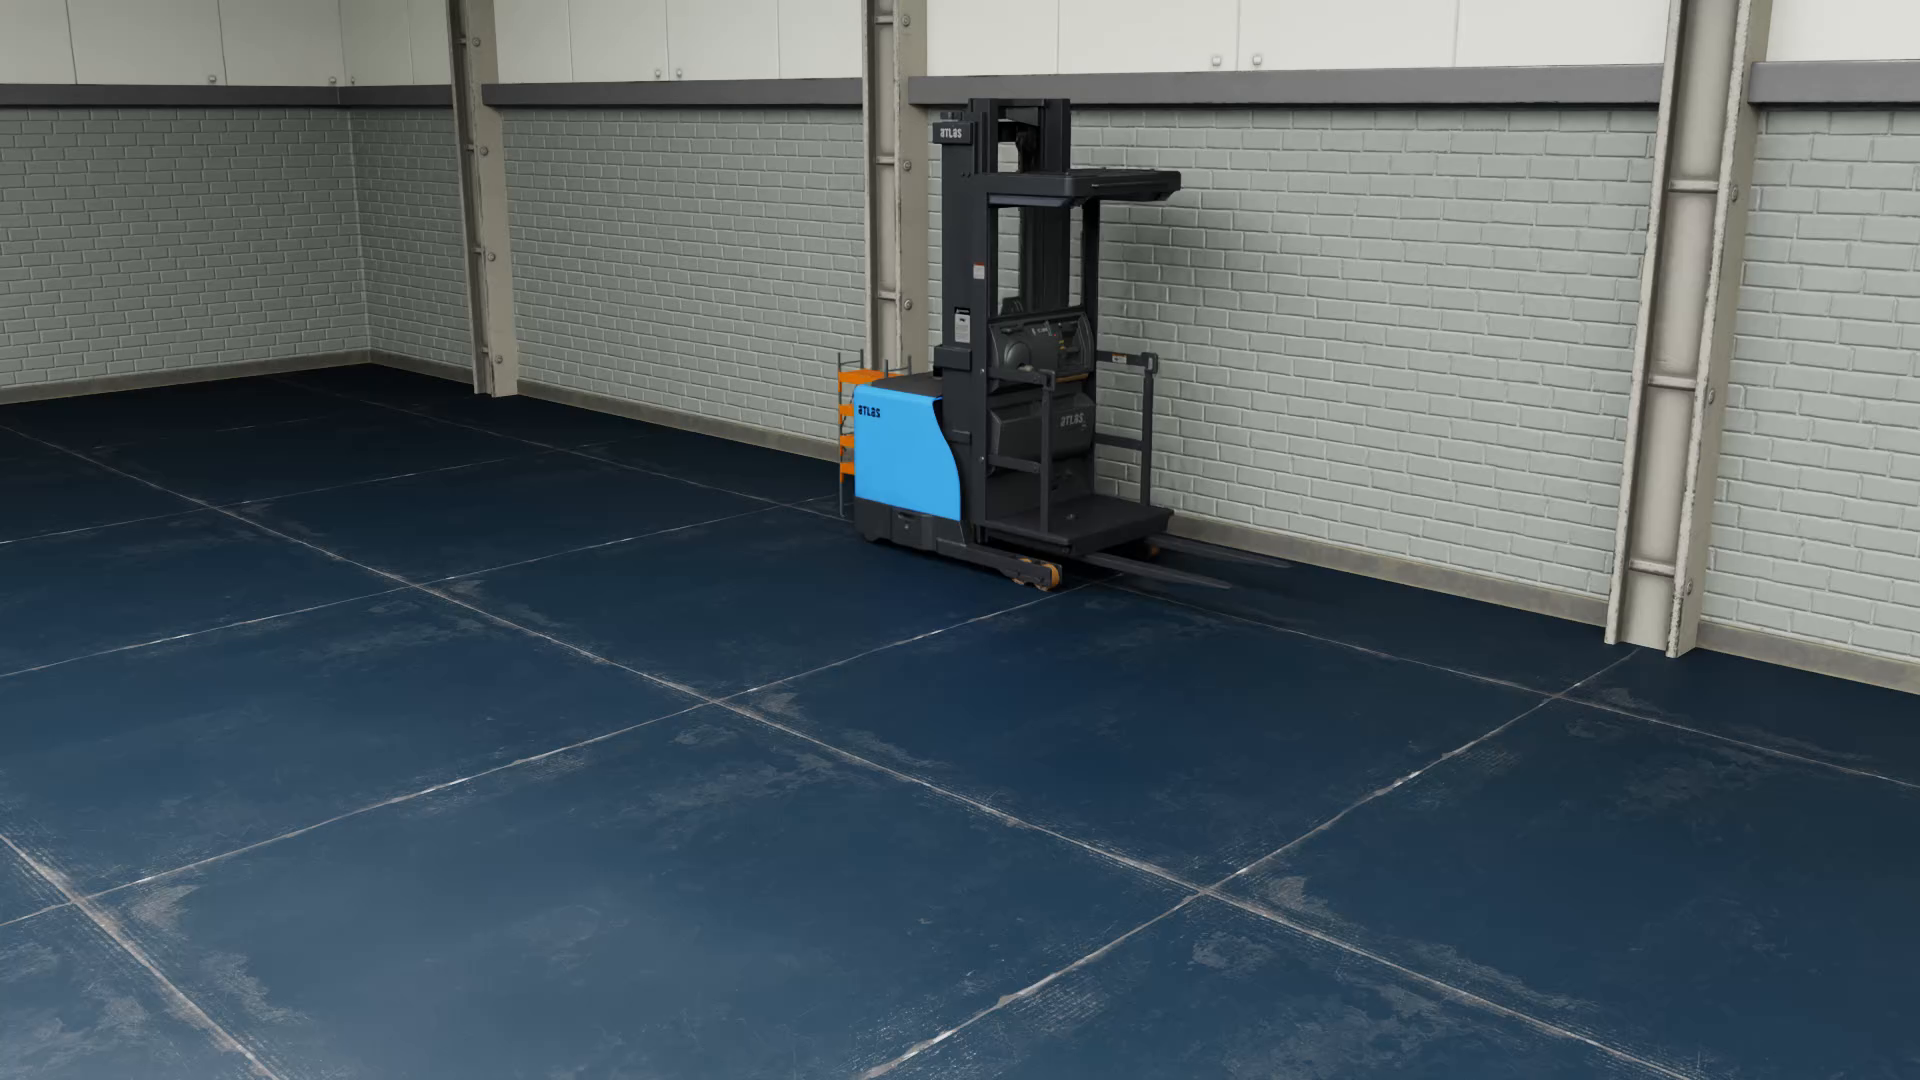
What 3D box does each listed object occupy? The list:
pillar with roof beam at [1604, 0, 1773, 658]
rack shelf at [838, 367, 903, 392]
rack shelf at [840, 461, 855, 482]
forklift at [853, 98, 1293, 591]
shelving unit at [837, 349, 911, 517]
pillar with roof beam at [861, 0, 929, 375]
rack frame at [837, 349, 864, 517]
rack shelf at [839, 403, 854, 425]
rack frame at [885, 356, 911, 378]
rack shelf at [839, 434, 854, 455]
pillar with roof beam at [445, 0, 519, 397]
[{"bbox_3d":[0.842,-2.997,5.089,0.400,9.000,9.100,14,20,42],"label":"pillar with roof beam"},{"bbox_3d":[-0.605,-1.108,11.747,0.480,0.148,0.258,14,20,42],"label":"rack shelf"},{"bbox_3d":[-0.605,-0.471,11.913,0.480,0.148,0.258,14,20,42],"label":"rack shelf"},{"bbox_3d":[0.676,-1.254,10.431,3.031,2.935,1.130,14,20,42],"label":"forklift"},{"bbox_3d":[-0.605,-0.728,11.846,0.503,1.200,0.258,14,20,42],"label":"shelving unit"},{"bbox_3d":[-3.478,-4.048,9.119,0.400,9.000,9.100,14,20,42],"label":"pillar with roof beam"},{"bbox_3d":[-0.781,-0.771,12.010,0.015,1.200,0.240,14,20,42],"label":"rack frame"},{"bbox_3d":[-0.605,-0.879,11.806,0.480,0.148,0.258,14,20,42],"label":"rack shelf"},{"bbox_3d":[-0.430,-0.685,11.682,0.015,1.200,0.240,14,20,42],"label":"rack frame"},{"bbox_3d":[-0.605,-0.663,11.863,0.480,0.148,0.258,14,20,42],"label":"rack shelf"},{"bbox_3d":[-7.797,-5.098,13.149,0.400,9.000,9.100,14,20,42],"label":"pillar with roof beam"}]
